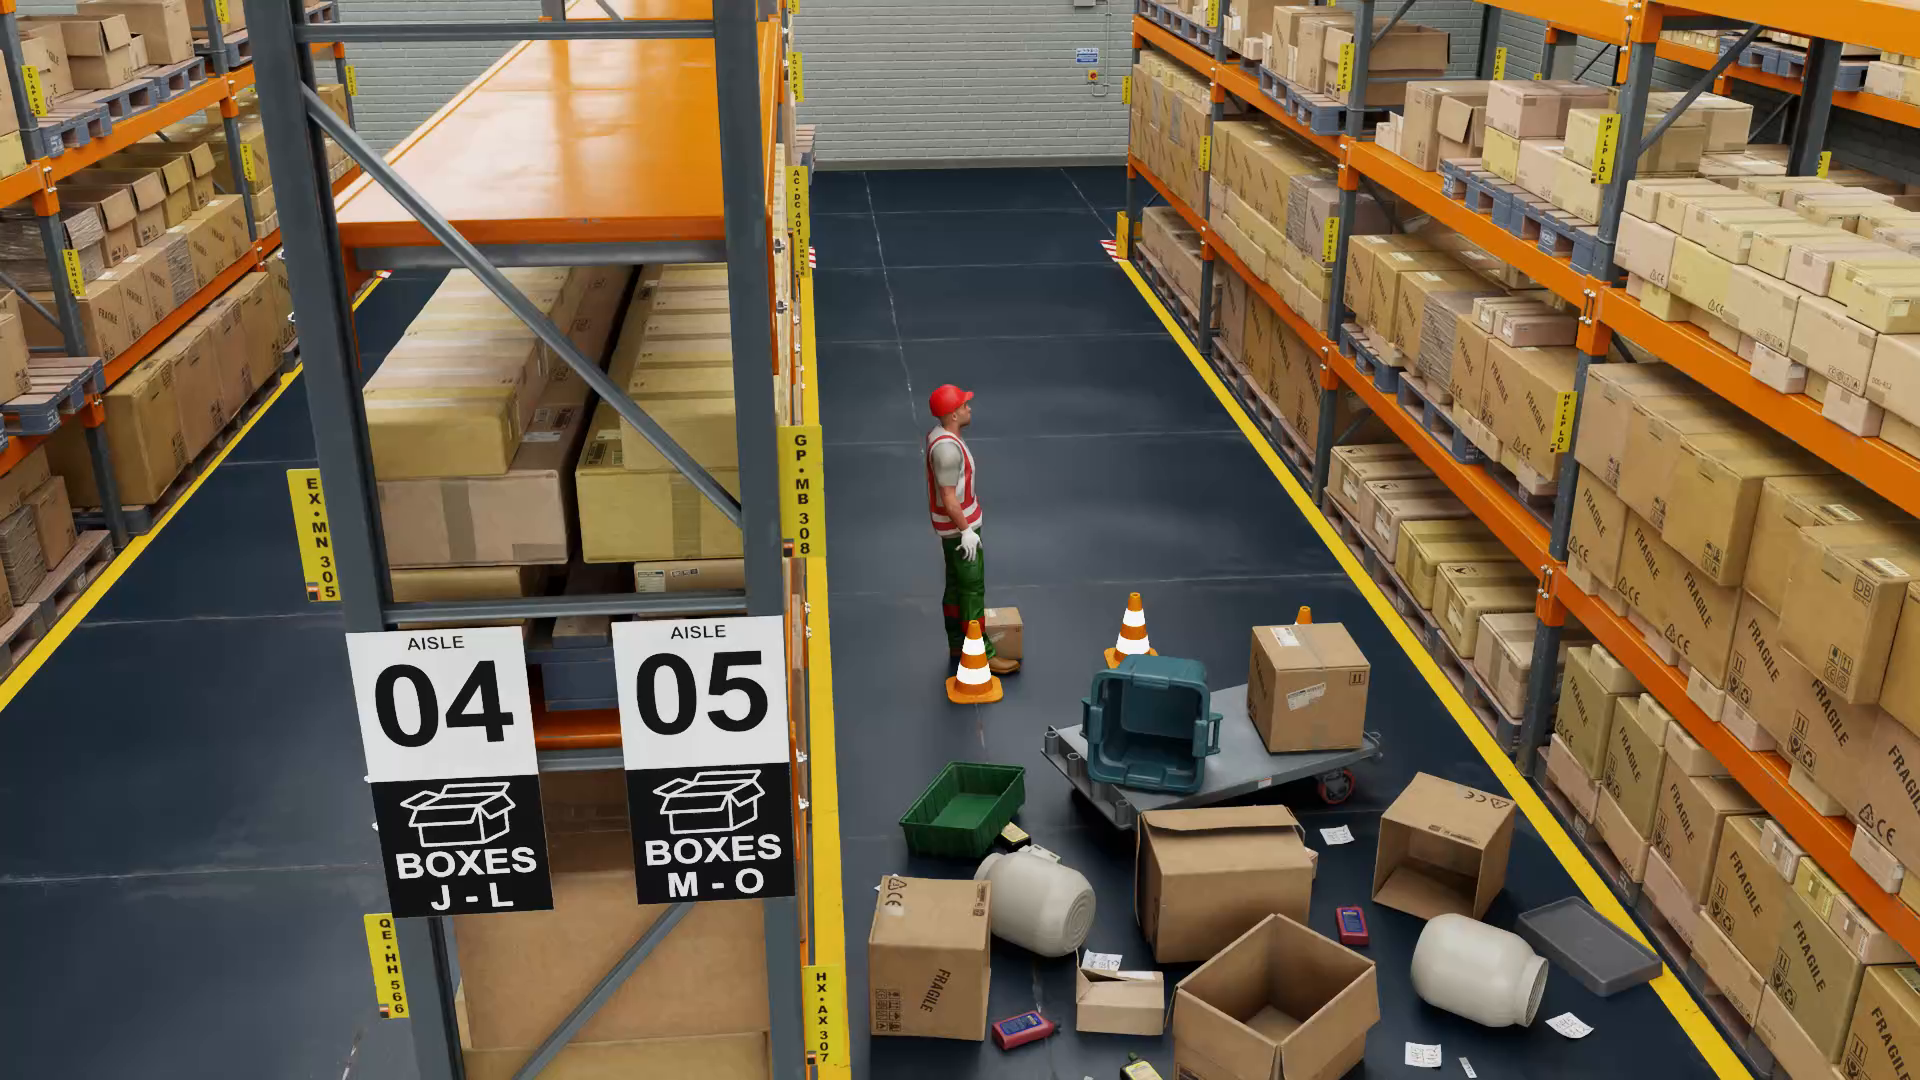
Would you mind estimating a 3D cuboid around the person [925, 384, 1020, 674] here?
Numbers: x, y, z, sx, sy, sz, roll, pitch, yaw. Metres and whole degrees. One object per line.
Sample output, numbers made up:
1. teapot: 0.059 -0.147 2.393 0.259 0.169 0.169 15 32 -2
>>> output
1. person: 0.070 -0.091 10.257 0.562 1.789 0.638 -2 24 -5
